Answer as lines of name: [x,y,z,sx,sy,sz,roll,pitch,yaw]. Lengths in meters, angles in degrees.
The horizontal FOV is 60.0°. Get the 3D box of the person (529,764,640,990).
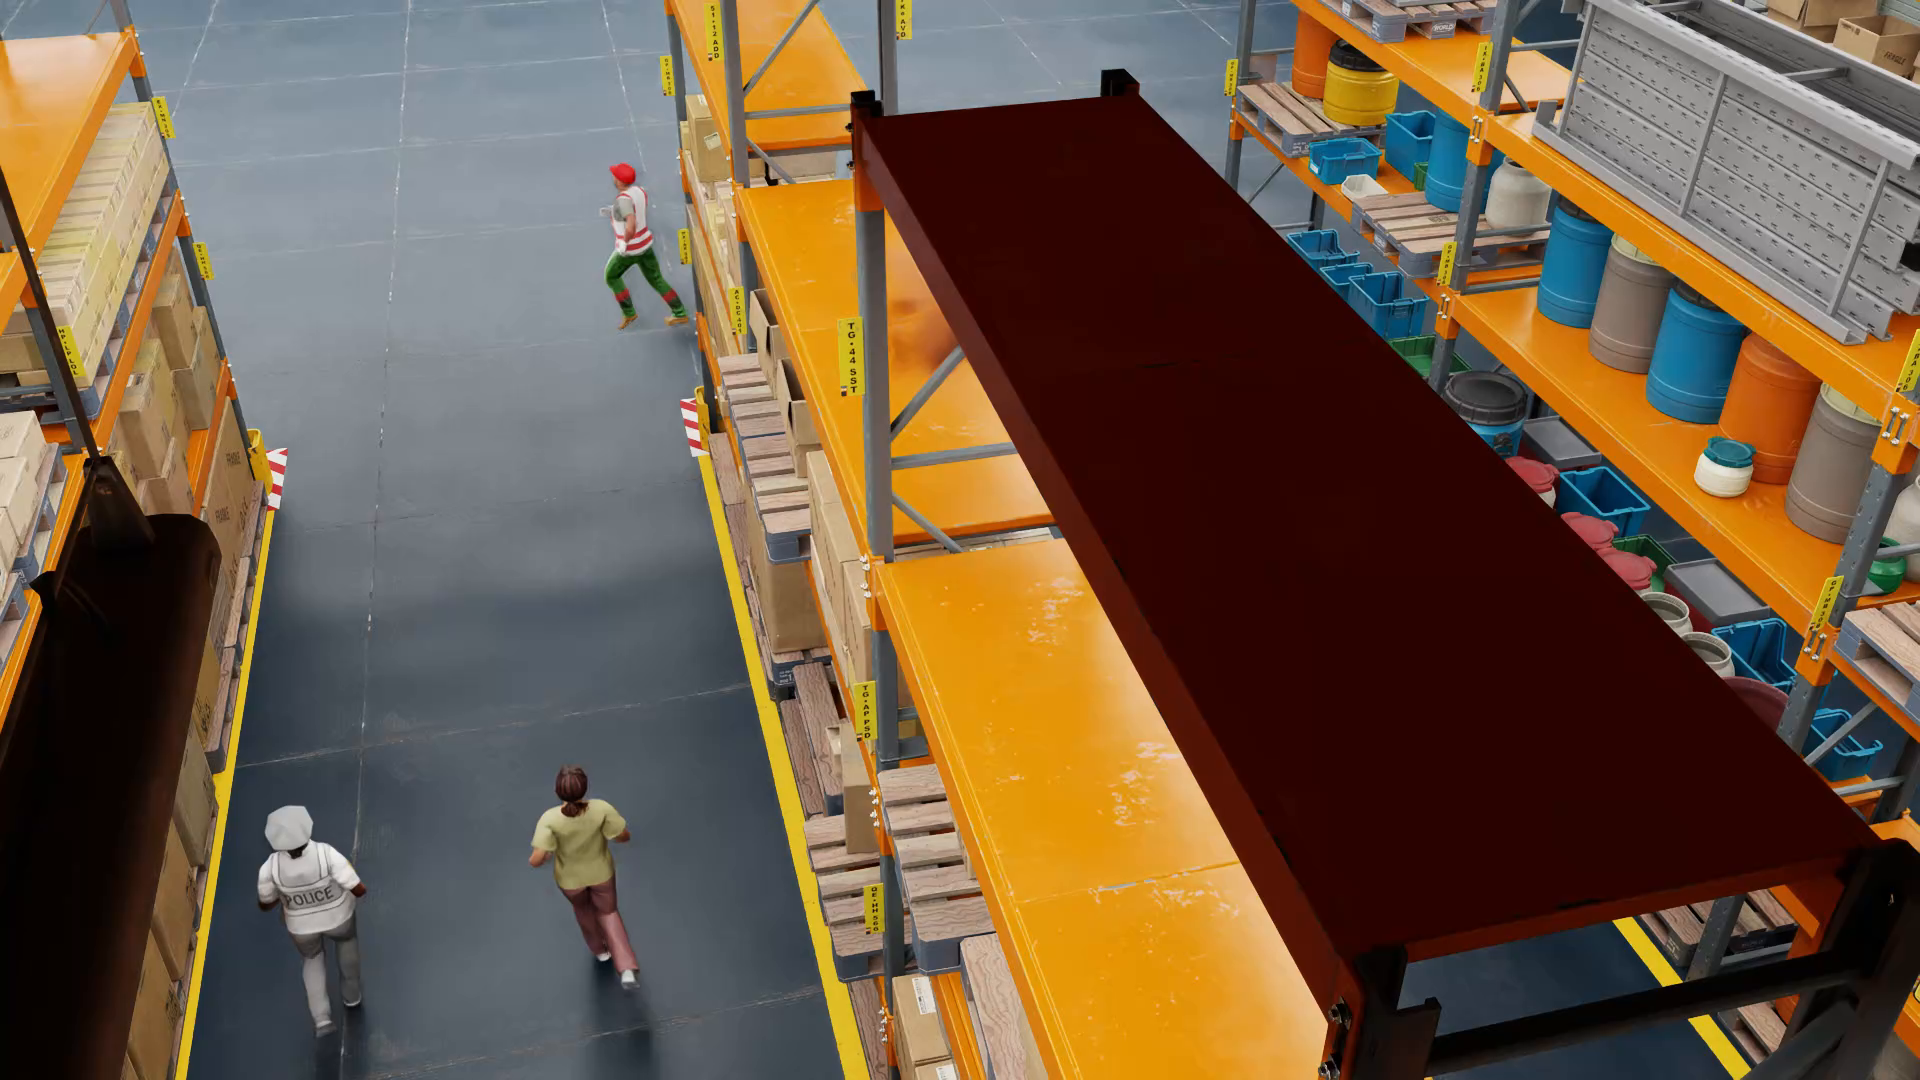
person: [-2.183,2.007,9.731,0.587,1.662,0.820,-11,36,-16]

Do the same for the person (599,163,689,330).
person: [-3.265,-2.907,16.759,0.908,1.817,0.676,14,37,20]

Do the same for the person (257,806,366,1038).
person: [-3.639,2.158,9.477,0.579,1.654,0.678,-10,36,-14]
